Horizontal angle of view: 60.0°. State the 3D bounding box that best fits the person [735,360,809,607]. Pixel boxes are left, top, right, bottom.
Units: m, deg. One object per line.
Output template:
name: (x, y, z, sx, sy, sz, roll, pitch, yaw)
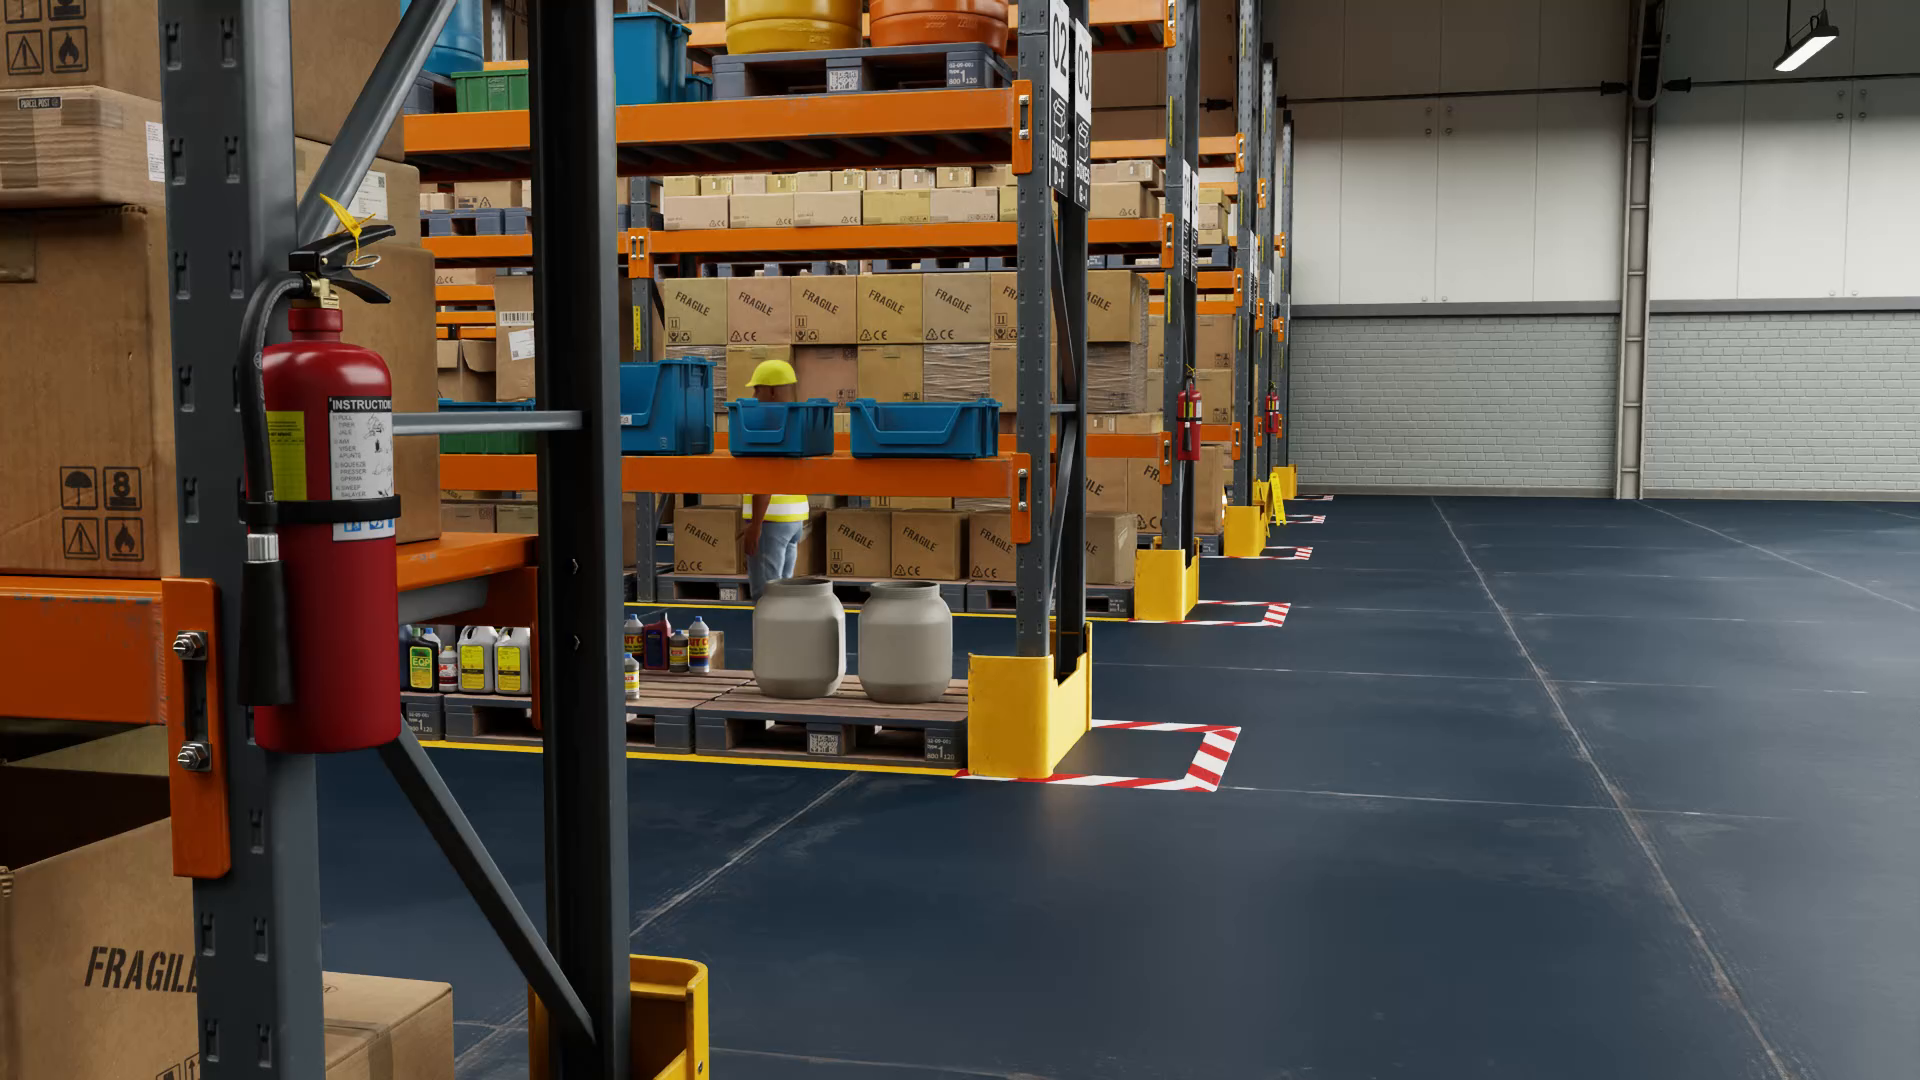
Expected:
person: (-1.012, -0.098, 9.067, 0.366, 1.762, 0.565, 1, 5, 15)
